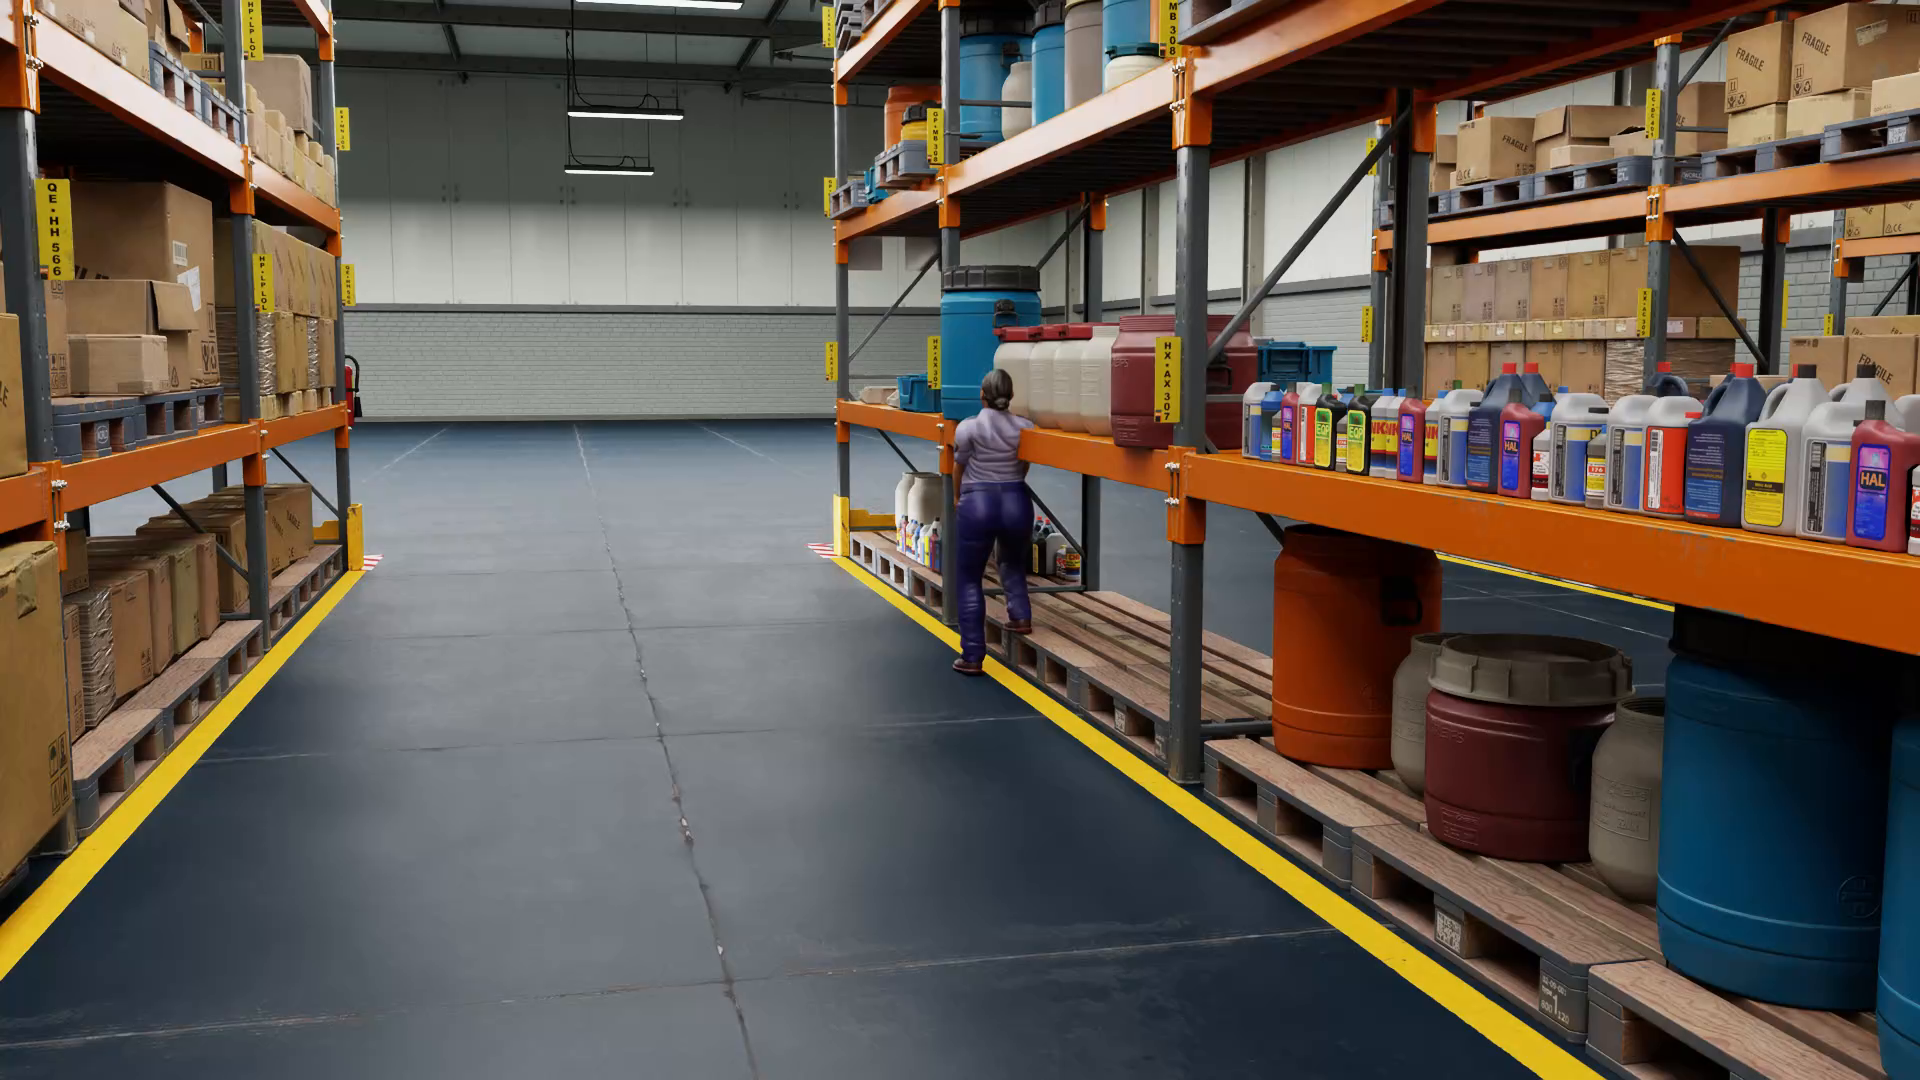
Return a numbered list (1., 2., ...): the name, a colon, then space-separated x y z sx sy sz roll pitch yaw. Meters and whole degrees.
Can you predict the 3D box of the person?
1. person: 0.164 -0.098 8.852 0.445 1.601 0.558 -1 6 -12
